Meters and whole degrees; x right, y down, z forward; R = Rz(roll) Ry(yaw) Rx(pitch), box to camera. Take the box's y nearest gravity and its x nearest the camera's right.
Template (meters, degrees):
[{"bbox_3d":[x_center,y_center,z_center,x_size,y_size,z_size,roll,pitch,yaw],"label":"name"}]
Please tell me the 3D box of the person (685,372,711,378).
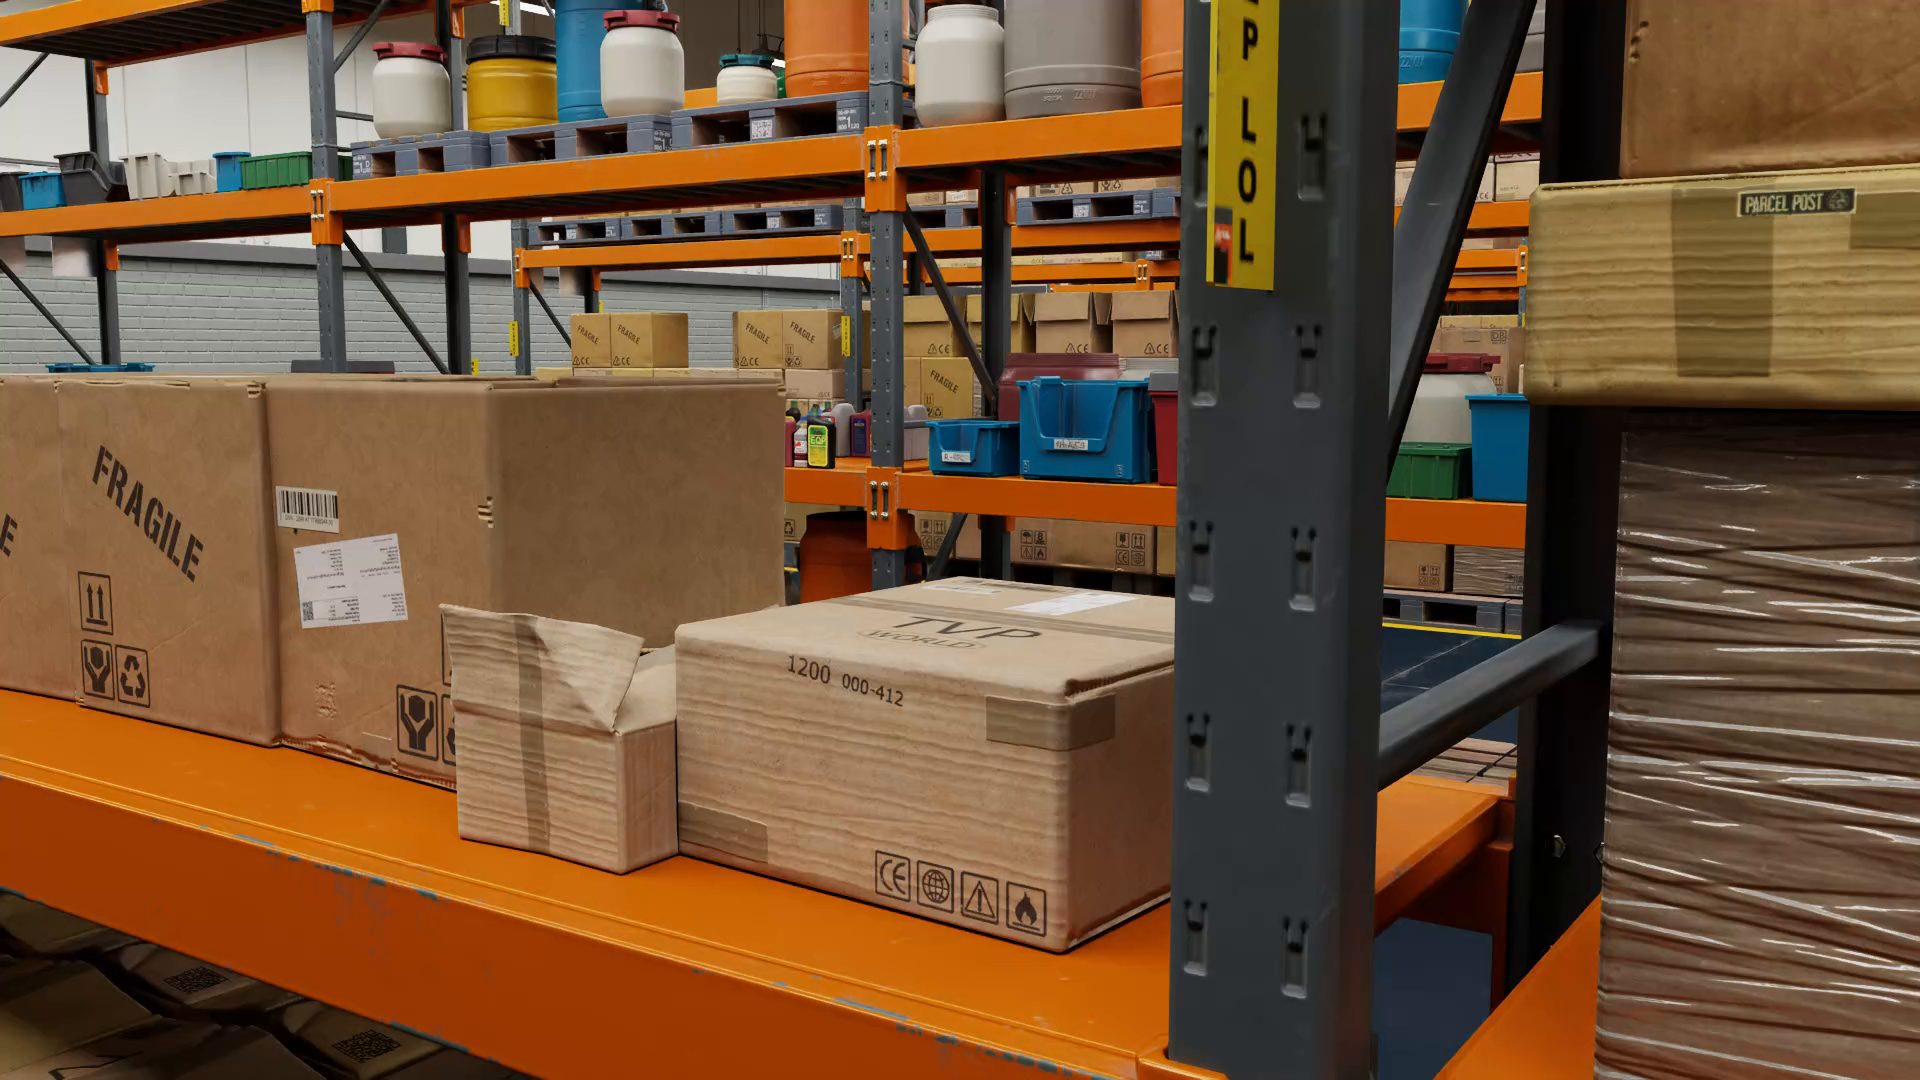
[{"bbox_3d":[-1.900,-0.389,12.147,0.646,1.672,0.485,6,9,44],"label":"person"}]
